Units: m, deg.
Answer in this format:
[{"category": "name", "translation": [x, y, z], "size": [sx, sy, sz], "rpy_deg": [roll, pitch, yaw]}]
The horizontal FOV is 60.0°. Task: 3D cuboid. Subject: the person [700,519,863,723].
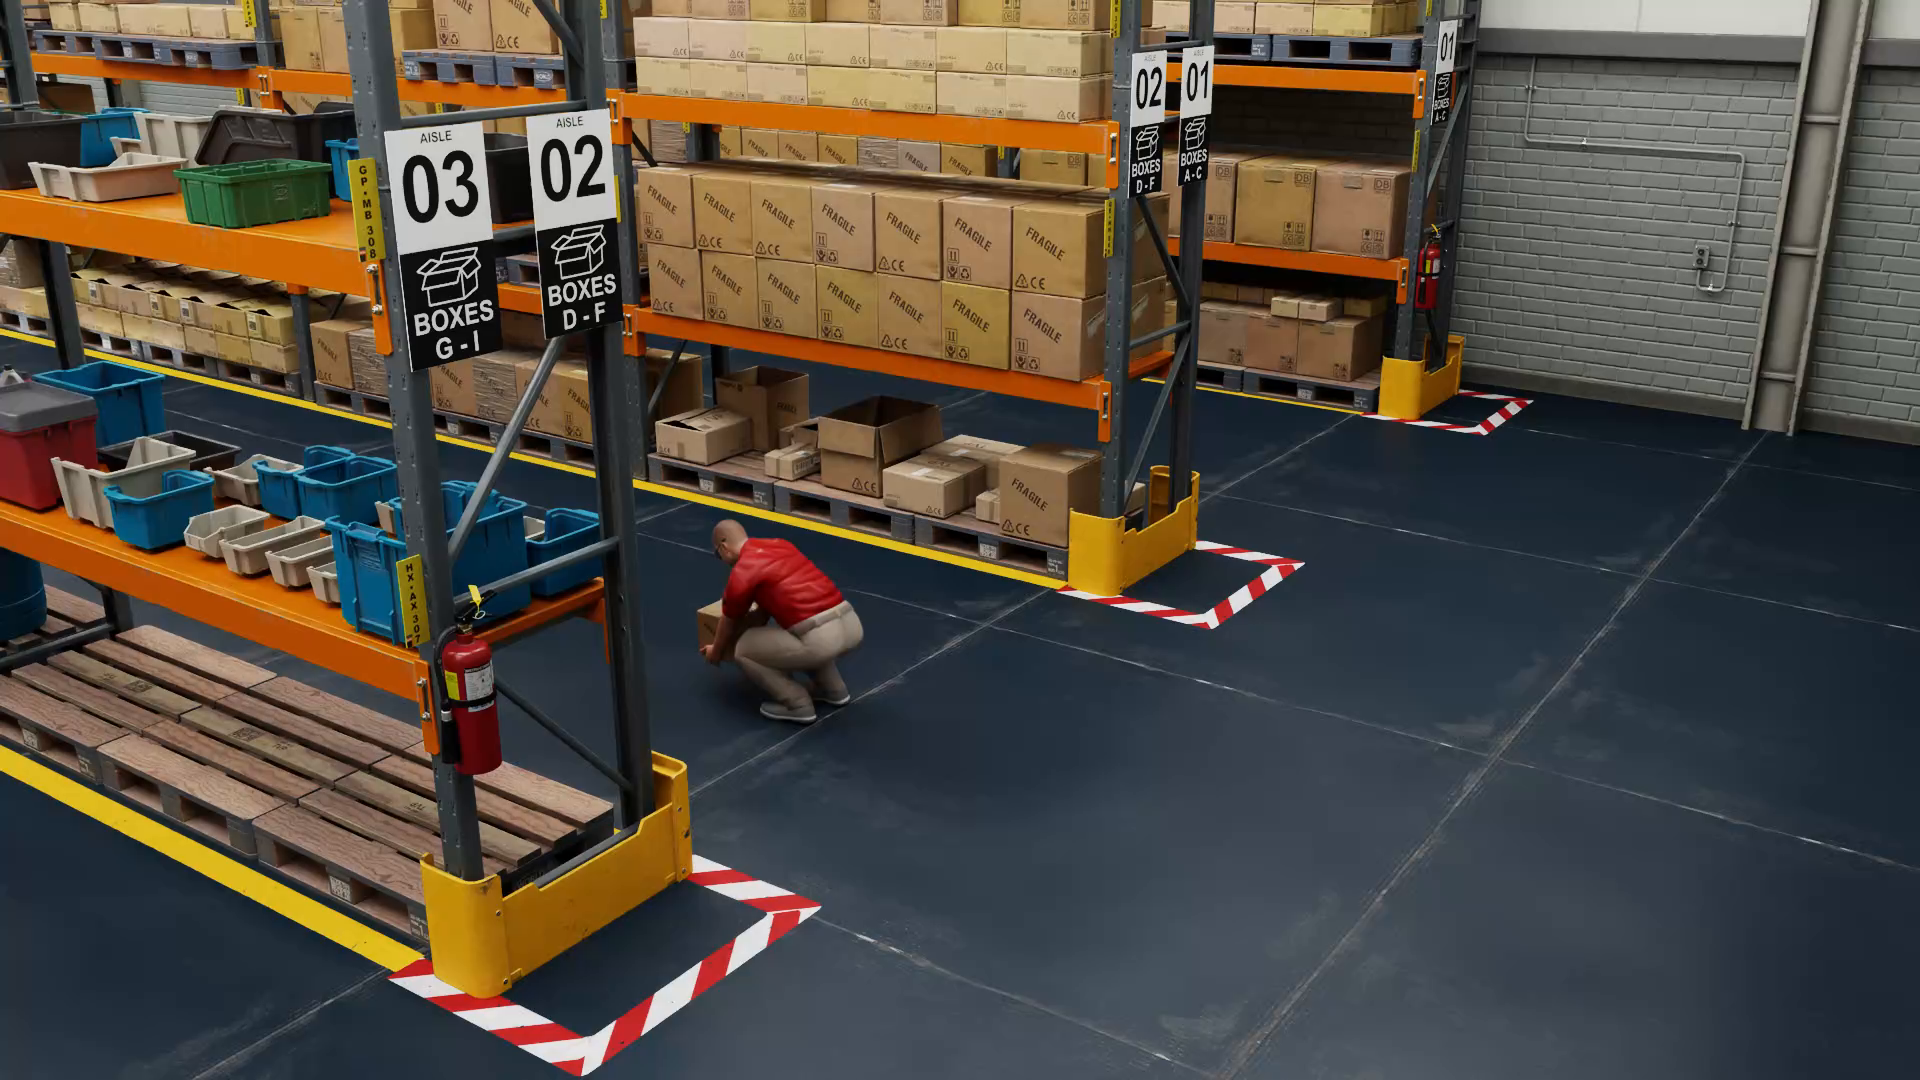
[{"category": "person", "translation": [-0.939, 0.396, 8.615], "size": [0.886, 0.987, 0.539], "rpy_deg": [13, 23, 31]}]
